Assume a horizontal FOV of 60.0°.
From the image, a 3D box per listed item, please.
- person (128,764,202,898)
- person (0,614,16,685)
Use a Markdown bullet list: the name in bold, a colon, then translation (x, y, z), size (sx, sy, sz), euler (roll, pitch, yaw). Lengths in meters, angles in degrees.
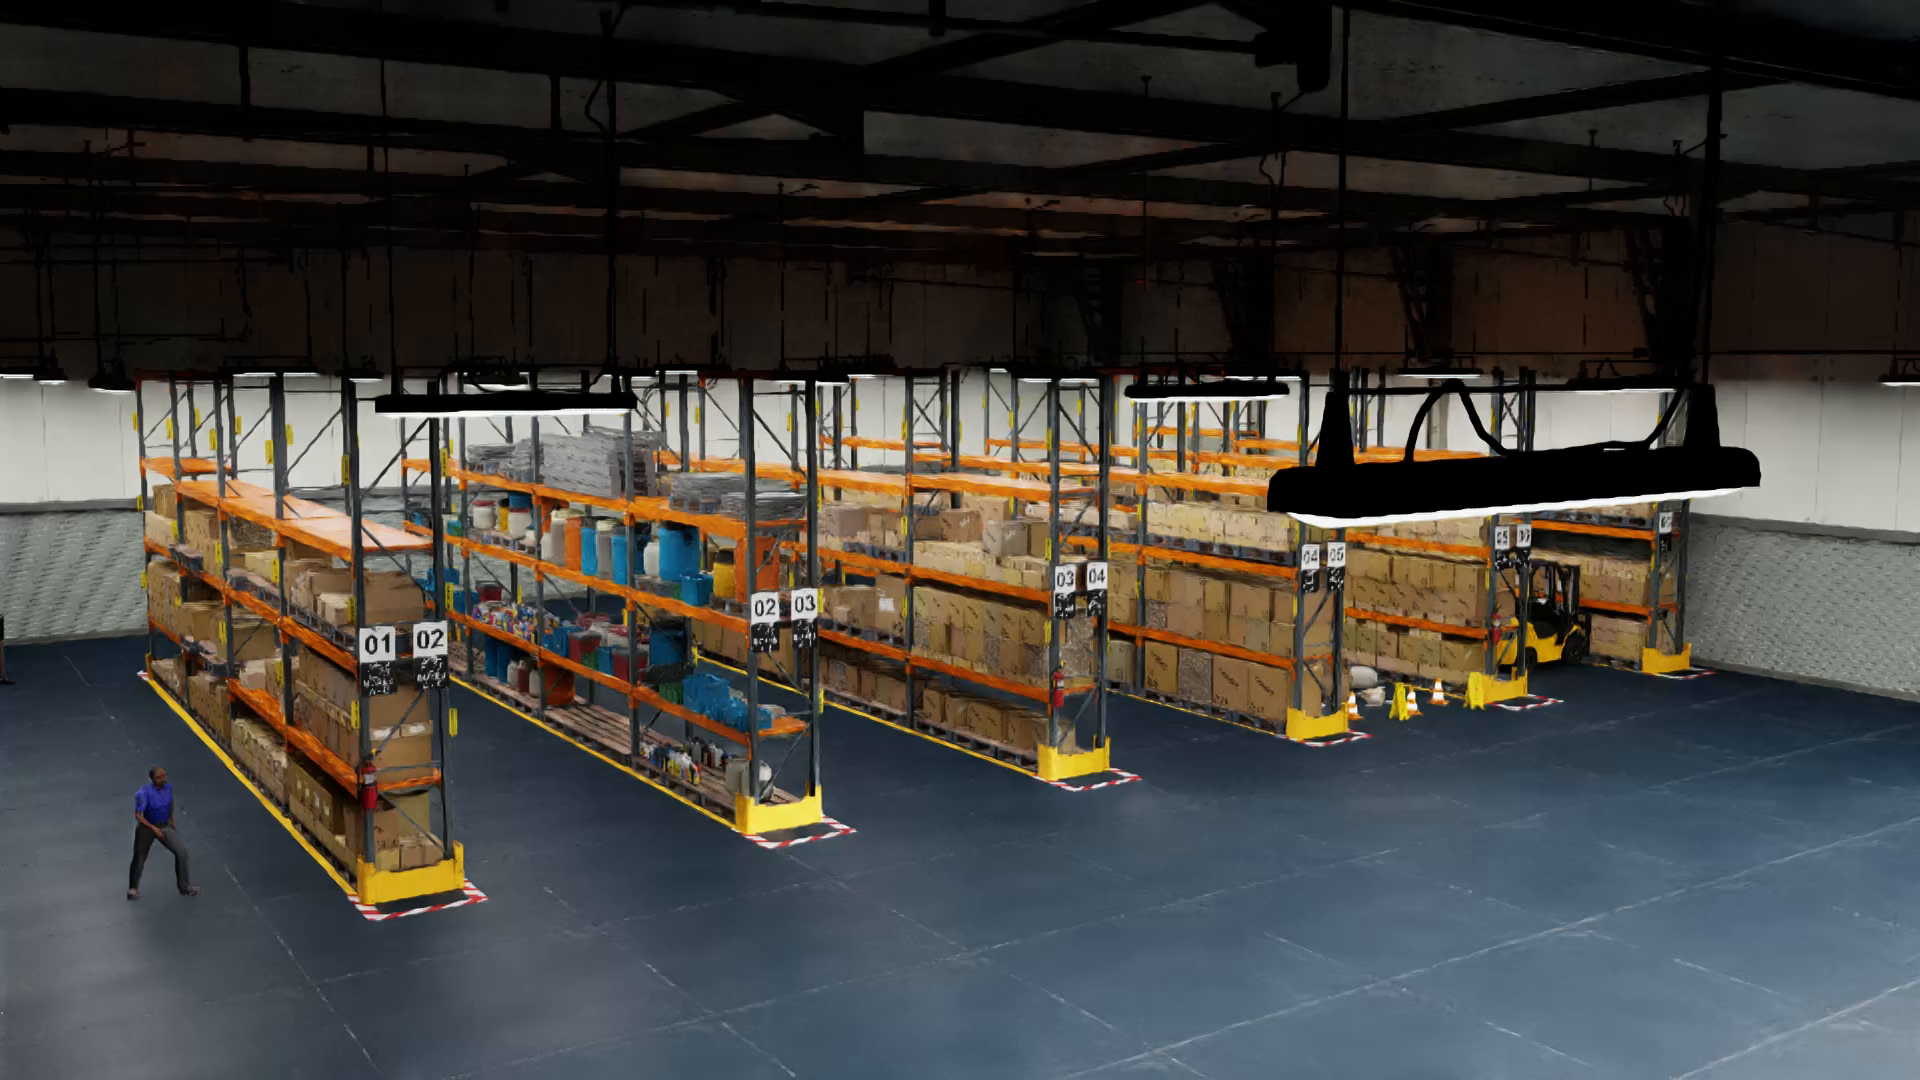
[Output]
- **person**: translation (-9.321, 3.410, 19.321), size (0.798, 1.488, 0.619), euler (5, 8, 36)
- **person**: translation (-18.300, 1.920, 31.487), size (0.477, 1.727, 0.622), euler (-1, 7, -8)
